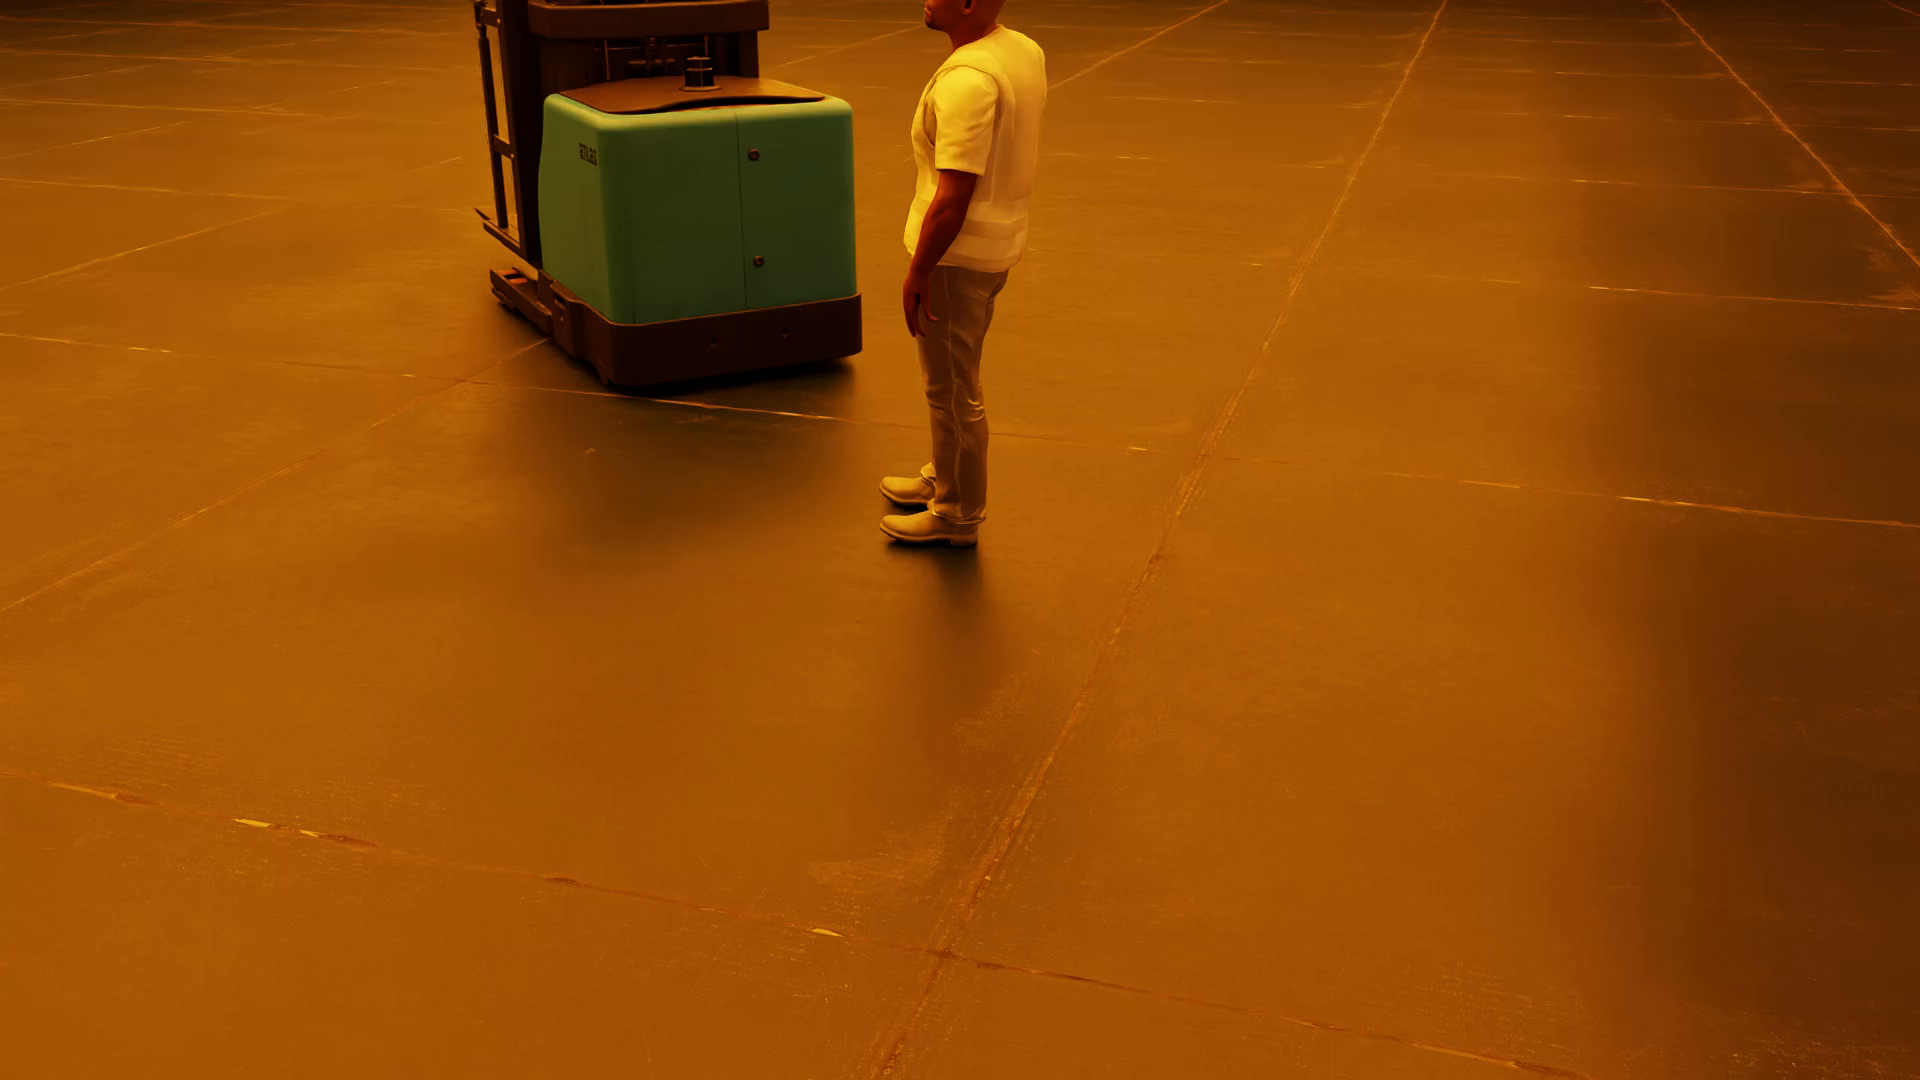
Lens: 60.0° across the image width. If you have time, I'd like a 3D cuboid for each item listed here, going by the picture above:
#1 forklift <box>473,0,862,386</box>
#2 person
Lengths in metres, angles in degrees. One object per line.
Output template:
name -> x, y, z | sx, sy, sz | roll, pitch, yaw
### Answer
forklift -> -1.544, -2.464, 7.248 | 1.130, 2.935, 3.031 | -12, 25, -26
person -> -0.066, -0.833, 4.804 | 0.575, 1.768, 0.666 | 7, 23, 16
